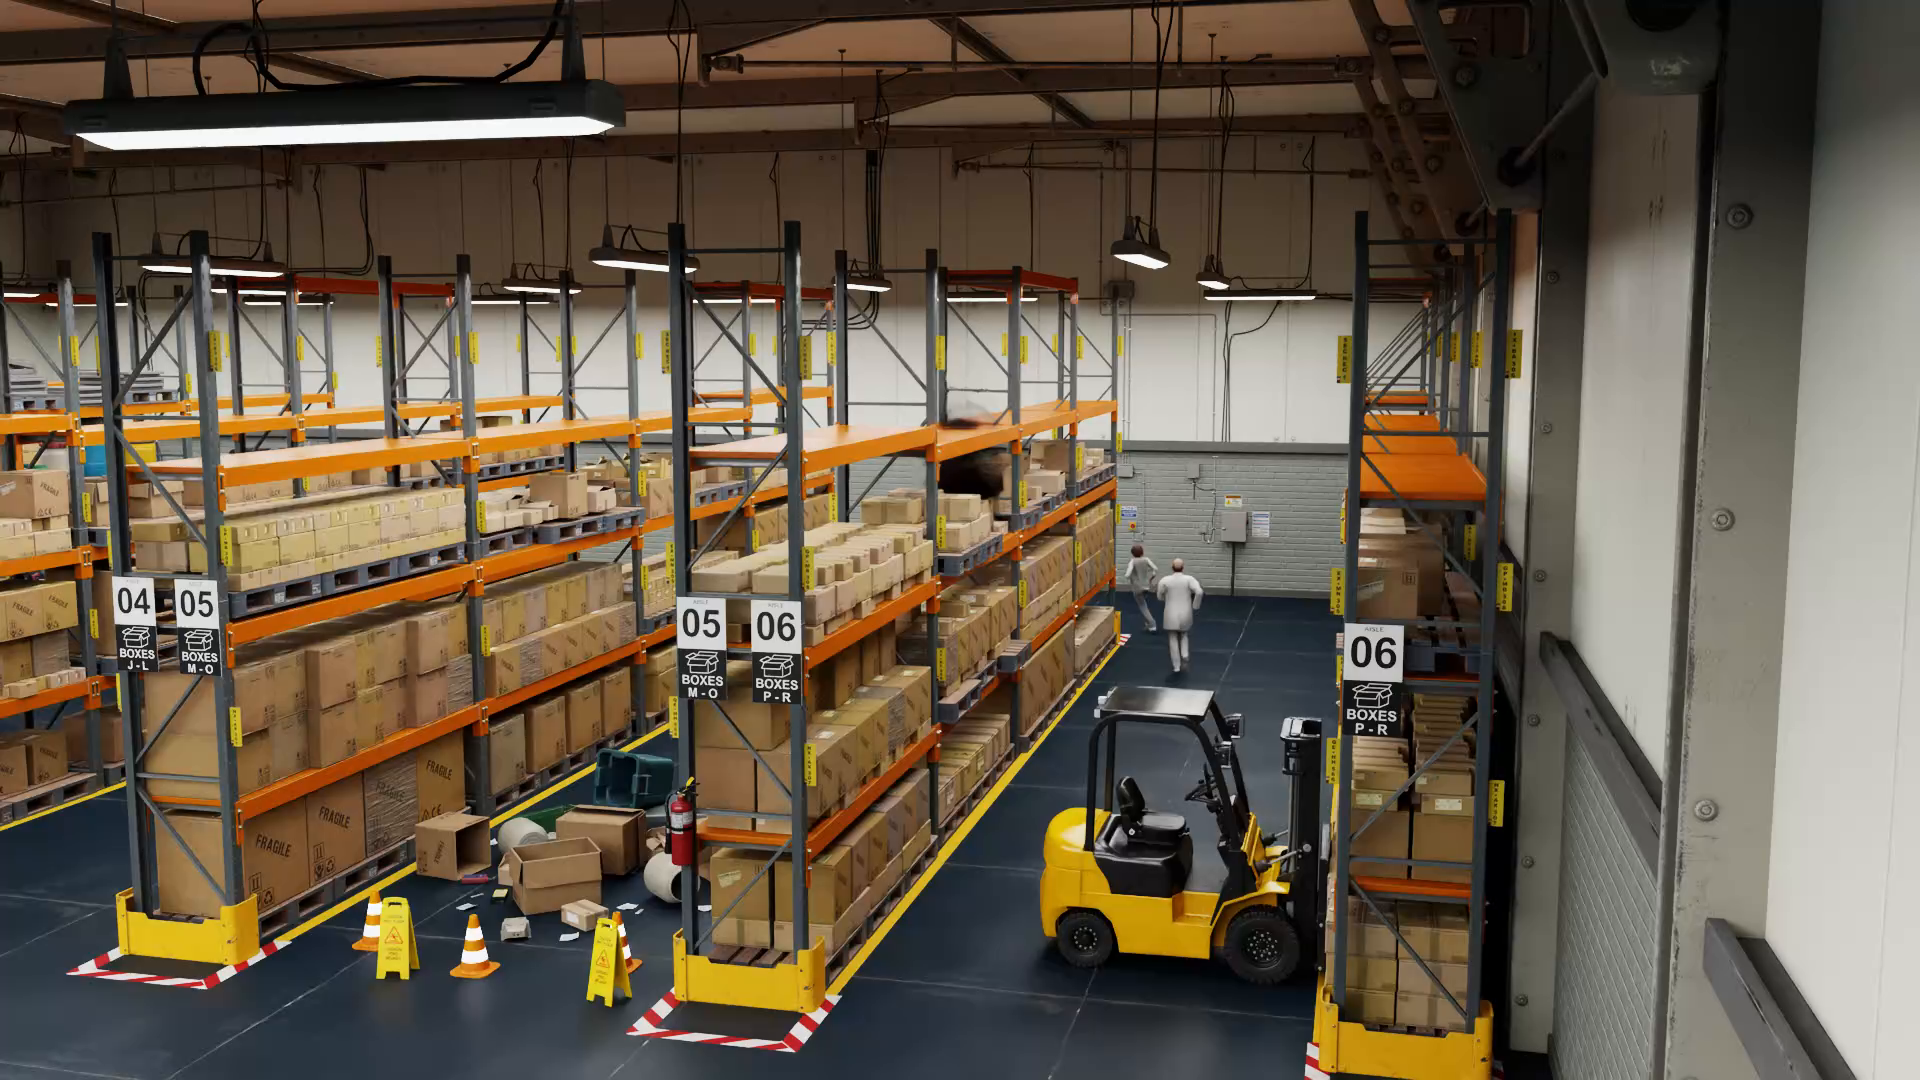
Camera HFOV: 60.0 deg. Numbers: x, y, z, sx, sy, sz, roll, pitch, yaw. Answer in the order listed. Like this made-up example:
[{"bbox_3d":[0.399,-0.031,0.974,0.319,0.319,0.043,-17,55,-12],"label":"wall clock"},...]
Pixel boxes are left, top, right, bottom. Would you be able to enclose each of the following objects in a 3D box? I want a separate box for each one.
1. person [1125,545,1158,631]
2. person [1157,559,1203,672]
[{"bbox_3d":[3.170,0.862,29.154,0.673,1.577,0.600,-4,8,-27],"label":"person"},{"bbox_3d":[3.370,1.168,25.644,0.675,1.790,0.762,0,7,0],"label":"person"}]
